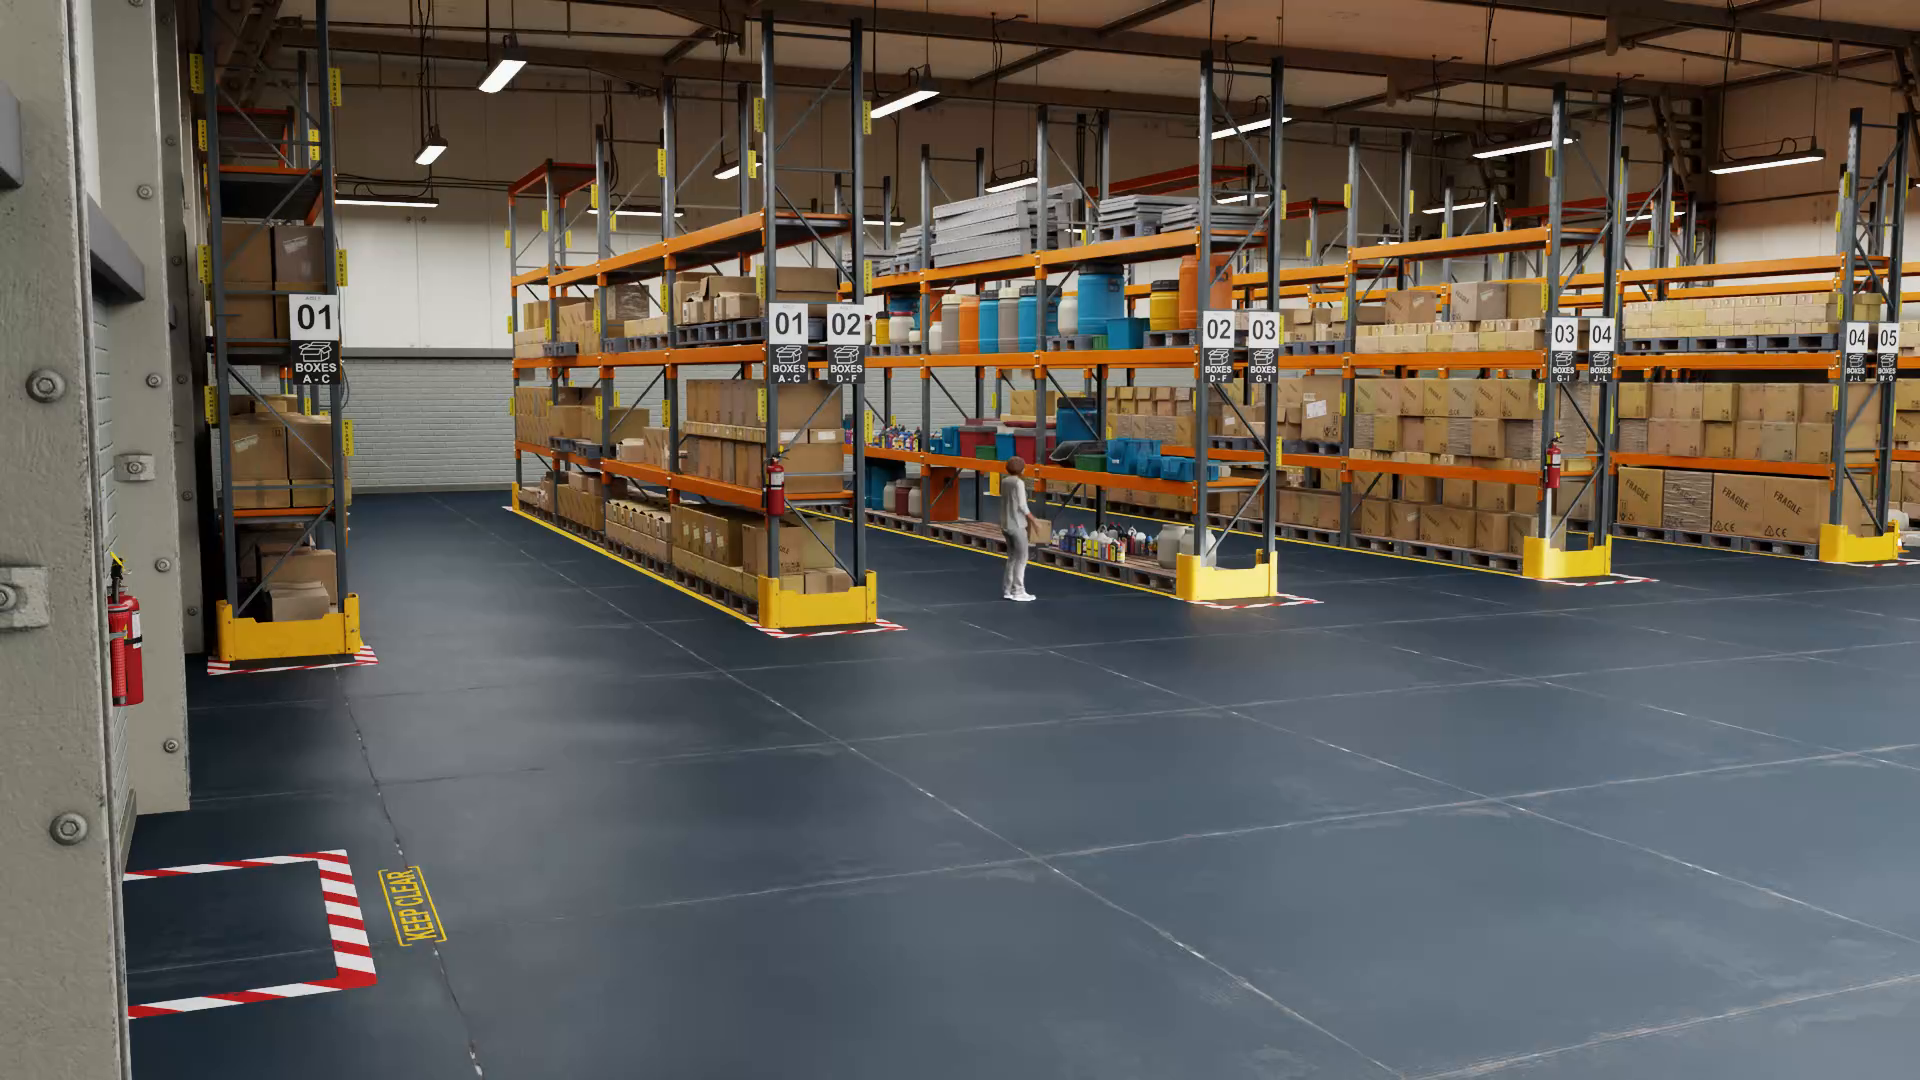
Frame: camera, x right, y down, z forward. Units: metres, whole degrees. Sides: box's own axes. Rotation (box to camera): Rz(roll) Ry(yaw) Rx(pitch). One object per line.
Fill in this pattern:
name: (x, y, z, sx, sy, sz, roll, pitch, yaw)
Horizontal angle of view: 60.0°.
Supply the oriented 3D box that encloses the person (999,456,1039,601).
person: (0.650, -0.133, 18.521, 0.397, 1.603, 0.444, -3, 6, -25)
